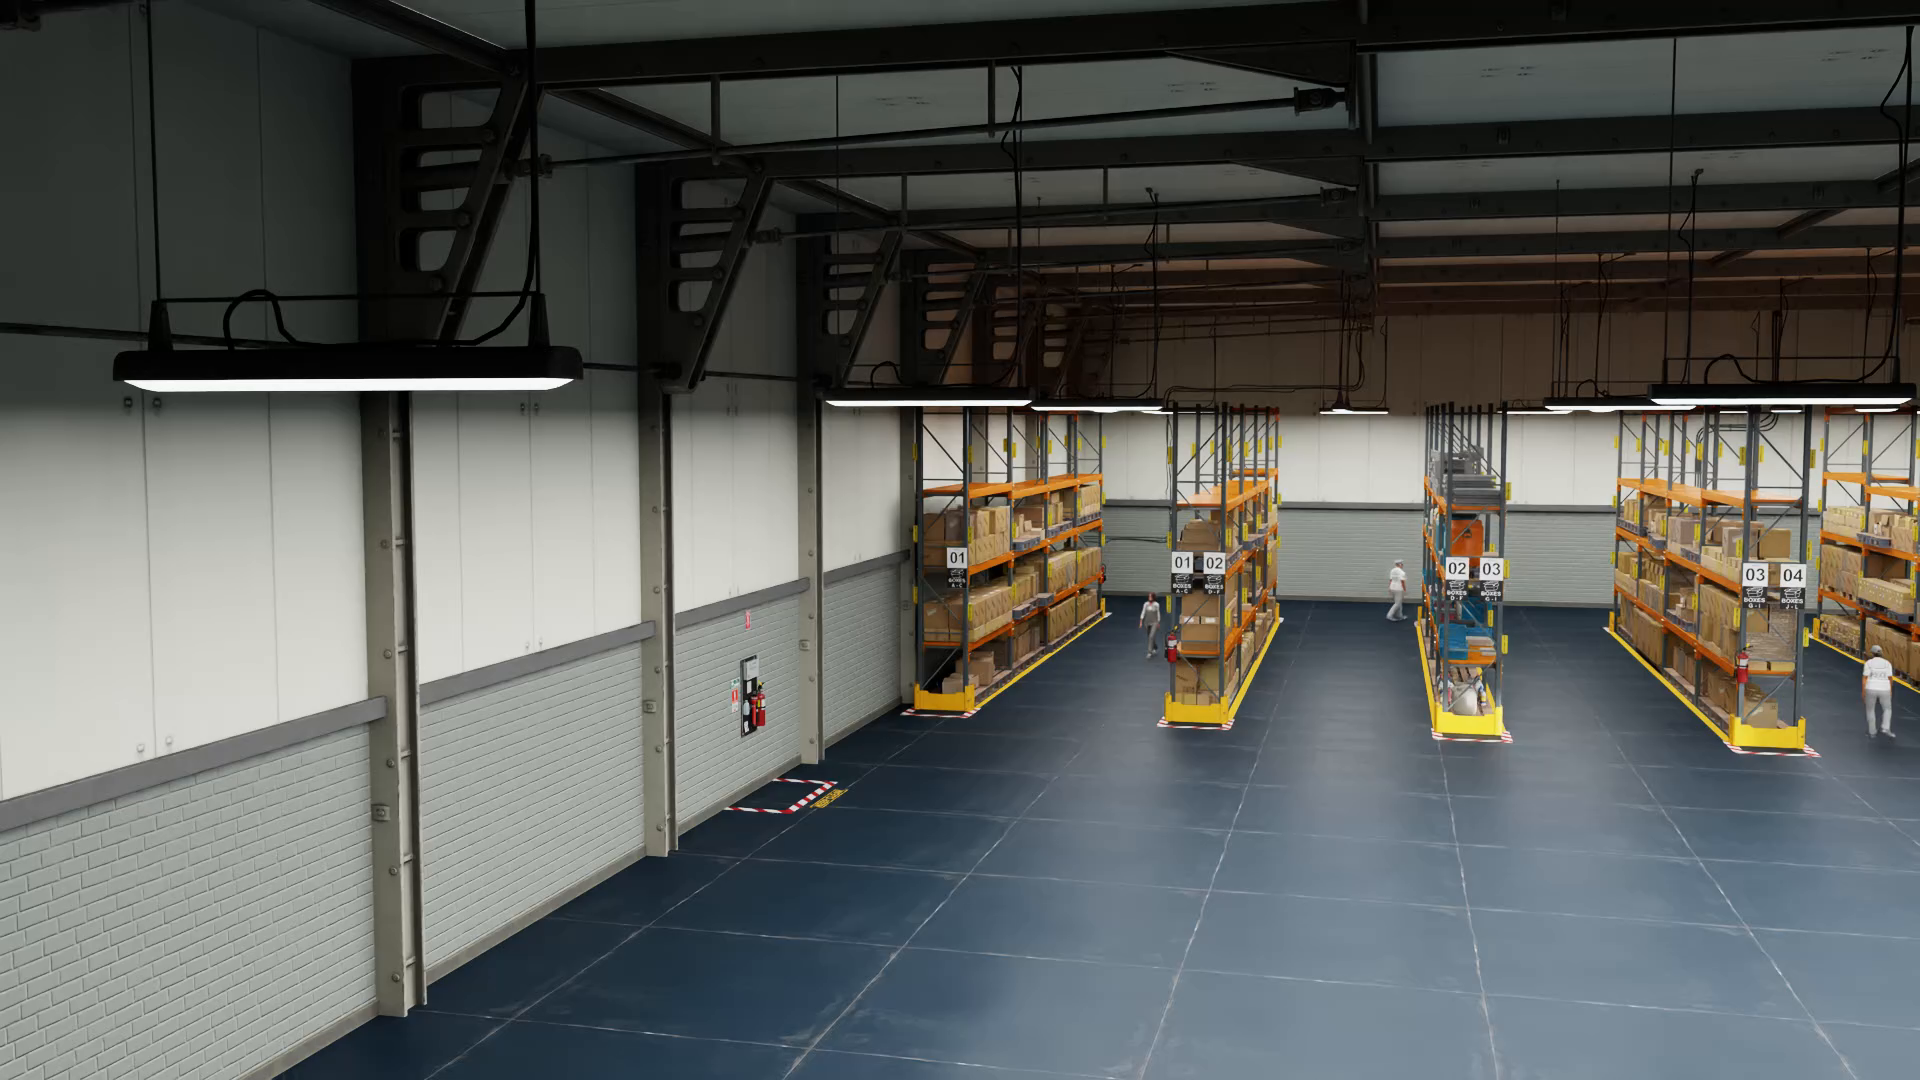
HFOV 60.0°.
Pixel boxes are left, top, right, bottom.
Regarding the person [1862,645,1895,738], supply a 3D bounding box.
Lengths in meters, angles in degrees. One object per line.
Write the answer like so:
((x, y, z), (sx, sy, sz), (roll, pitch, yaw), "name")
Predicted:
((16.371, 2.711, 29.638), (0.536, 1.660, 0.522), (1, 4, 17), "person")

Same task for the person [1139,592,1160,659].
((4.525, 2.009, 39.573), (0.429, 1.540, 0.966), (2, 5, 26), "person")

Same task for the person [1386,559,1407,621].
((12.301, 1.407, 46.695), (0.865, 1.744, 0.544), (-1, 4, -19), "person")
